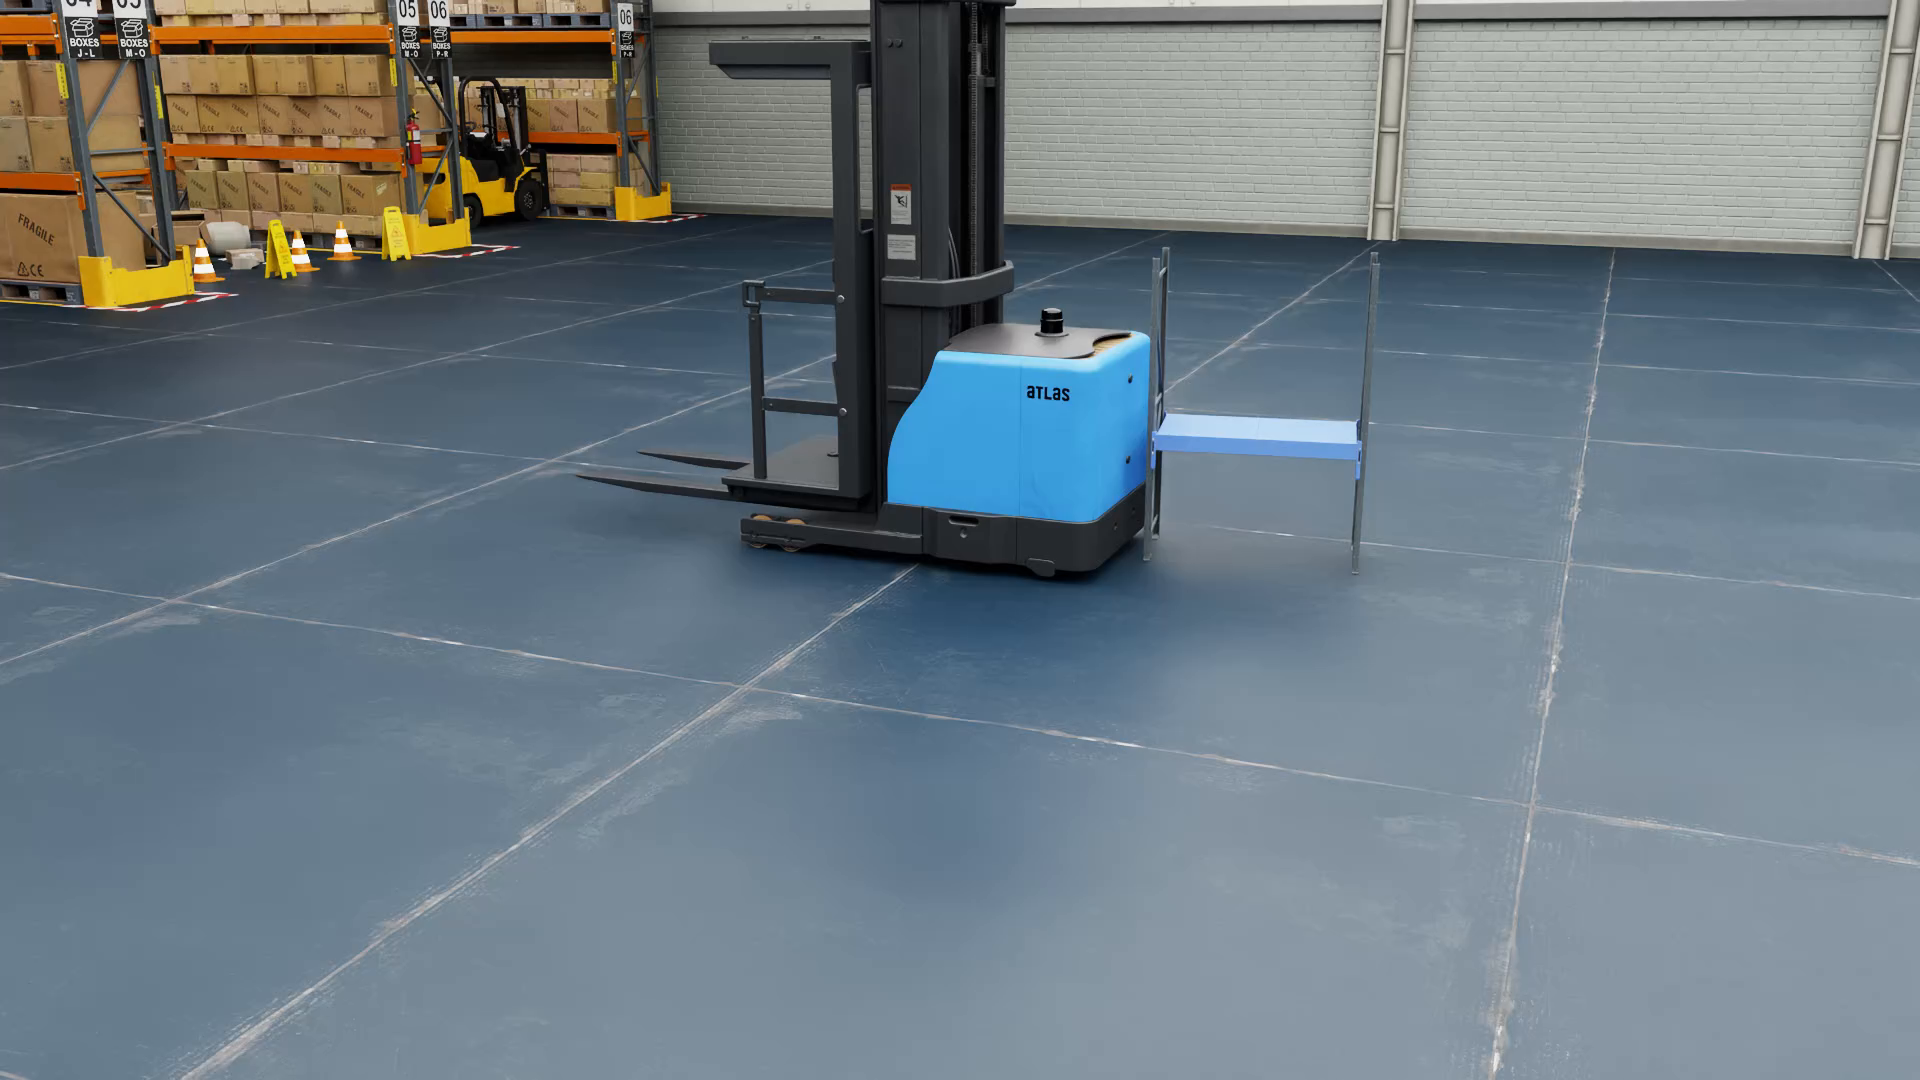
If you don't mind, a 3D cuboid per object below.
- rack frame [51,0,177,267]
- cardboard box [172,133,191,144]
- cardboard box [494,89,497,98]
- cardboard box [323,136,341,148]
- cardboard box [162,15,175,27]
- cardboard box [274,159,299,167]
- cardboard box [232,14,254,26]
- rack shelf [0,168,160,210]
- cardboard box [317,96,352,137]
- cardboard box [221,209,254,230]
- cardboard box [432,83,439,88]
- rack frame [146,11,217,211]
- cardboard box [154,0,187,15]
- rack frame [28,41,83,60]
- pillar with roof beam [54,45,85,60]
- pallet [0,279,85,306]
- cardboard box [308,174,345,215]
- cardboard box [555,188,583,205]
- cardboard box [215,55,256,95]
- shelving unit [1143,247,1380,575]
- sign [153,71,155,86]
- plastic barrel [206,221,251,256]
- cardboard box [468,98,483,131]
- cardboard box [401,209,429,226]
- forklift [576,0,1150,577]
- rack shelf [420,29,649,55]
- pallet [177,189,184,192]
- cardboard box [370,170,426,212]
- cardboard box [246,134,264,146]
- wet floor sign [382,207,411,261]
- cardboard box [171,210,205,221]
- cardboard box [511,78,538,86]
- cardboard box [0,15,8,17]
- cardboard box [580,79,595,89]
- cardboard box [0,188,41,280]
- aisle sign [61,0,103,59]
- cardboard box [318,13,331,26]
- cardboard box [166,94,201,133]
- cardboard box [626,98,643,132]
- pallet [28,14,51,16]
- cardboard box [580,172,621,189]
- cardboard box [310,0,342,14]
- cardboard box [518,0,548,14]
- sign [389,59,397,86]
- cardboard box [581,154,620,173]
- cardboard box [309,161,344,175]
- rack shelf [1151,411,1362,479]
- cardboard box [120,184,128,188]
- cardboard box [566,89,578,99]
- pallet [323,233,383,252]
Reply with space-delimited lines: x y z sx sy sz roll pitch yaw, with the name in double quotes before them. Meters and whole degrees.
"rack frame" -8.533 -3.944 16.878 0.127 3.000 1.000 6 17 21
"cardboard box" -10.357 -5.411 22.382 0.250 0.149 0.380 6 17 20
"cardboard box" -7.334 -7.055 26.252 0.250 0.149 0.380 6 17 19
"cardboard box" -7.995 -5.147 21.474 0.250 0.149 0.380 7 17 22
"cardboard box" -10.330 -6.870 22.029 0.250 0.149 0.380 6 17 20
"cardboard box" -11.249 -6.273 28.407 0.625 0.625 0.875 7 18 22
"cardboard box" -9.165 -6.717 21.500 0.250 0.149 0.380 6 17 20
"rack shelf" -10.394 -3.803 17.683 4.000 0.370 1.077 6 17 21
"cardboard box" -7.881 -5.465 21.406 0.500 0.500 0.500 6 17 21
"cardboard box" -9.582 -4.346 22.442 0.500 0.250 0.500 7 18 24
"cardboard box" -8.244 -7.329 26.662 0.250 0.149 0.380 7 17 21
"rack frame" -10.532 -5.647 22.745 0.127 3.000 1.000 6 17 21
"cardboard box" -10.223 -7.042 21.906 0.500 0.250 0.500 6 17 19
"rack frame" -16.156 -7.753 29.999 0.127 3.000 1.000 6 17 21
"pillar with roof beam" -18.053 -9.823 26.368 0.400 9.000 9.100 6 17 21
"pallet" -9.306 -2.666 17.478 1.213 0.211 1.003 6 17 21
"cardboard box" -8.139 -4.546 21.786 0.500 0.500 0.500 7 18 23
"cardboard box" -6.005 -5.426 26.163 0.500 0.250 0.500 6 17 21
"cardboard box" -9.278 -6.100 21.801 0.500 0.500 0.700 6 17 19
"shelving unit" 1.480 -0.651 8.228 1.048 1.500 0.538 4 17 12
"sign" -10.732 -6.059 22.086 0.005 0.325 0.100 6 17 21
"plastic barrel" -9.288 -3.819 21.070 0.512 0.421 0.421 -9 18 -27
"cardboard box" -7.435 -6.769 26.431 0.500 0.500 0.500 6 17 20
"cardboard box" -7.460 -4.273 22.191 0.500 0.250 0.500 6 17 20
"forklift" -0.581 -1.474 8.495 3.031 2.935 1.130 7 17 21
"rack shelf" -6.854 -7.825 26.158 4.000 0.370 1.077 6 17 21
"pallet" -13.116 -6.091 29.276 1.213 0.211 1.003 6 17 21
"cardboard box" -7.482 -4.636 22.095 0.500 0.500 0.500 6 17 19
"cardboard box" -9.170 -5.278 21.923 0.250 0.149 0.380 6 17 21
"wet floor sign" -7.027 -3.810 20.641 0.232 0.644 0.267 14 21 40
"cardboard box" -10.035 -3.985 21.500 0.500 0.500 0.500 -9 18 -27
"cardboard box" -6.833 -7.165 26.098 0.250 0.149 0.380 7 17 21
"cardboard box" -13.375 -7.445 23.379 0.500 0.500 0.700 6 17 21
"cardboard box" -5.645 -7.027 25.622 0.250 0.149 0.380 6 17 21
"cardboard box" -10.008 -3.267 17.603 0.875 0.875 0.875 6 17 20
"aisle sign" -8.577 -5.107 16.222 0.004 0.787 0.394 6 17 21
"cardboard box" -7.935 -6.618 21.159 0.250 0.149 0.380 6 17 21
"cardboard box" -10.225 -5.720 22.285 0.500 0.500 0.500 6 17 20
"cardboard box" -5.352 -6.696 26.180 0.500 0.500 0.500 7 18 22
"pallet" -12.033 -7.193 23.028 1.003 0.211 1.213 6 17 21
"cardboard box" -5.561 -5.615 25.918 0.500 0.250 0.500 6 17 20
"cardboard box" -7.849 -6.787 21.027 0.500 0.250 0.500 6 17 20
"cardboard box" -6.411 -8.376 25.655 0.500 0.500 0.700 6 17 21
"sign" -7.033 -5.804 20.641 0.005 0.325 0.100 6 17 21
"cardboard box" -5.536 -5.853 25.840 0.500 0.250 0.500 7 18 22
"cardboard box" -8.251 -4.852 21.675 0.250 0.149 0.380 7 17 22
"rack shelf" 1.480 -0.479 8.278 1.000 0.185 0.538 4 17 12
"cardboard box" -14.827 -6.542 29.559 0.500 0.500 0.500 6 17 19
"cardboard box" -5.886 -6.909 25.748 0.250 0.149 0.380 7 17 22
"pallet" -7.625 -3.999 22.069 1.213 0.211 1.003 6 17 21
